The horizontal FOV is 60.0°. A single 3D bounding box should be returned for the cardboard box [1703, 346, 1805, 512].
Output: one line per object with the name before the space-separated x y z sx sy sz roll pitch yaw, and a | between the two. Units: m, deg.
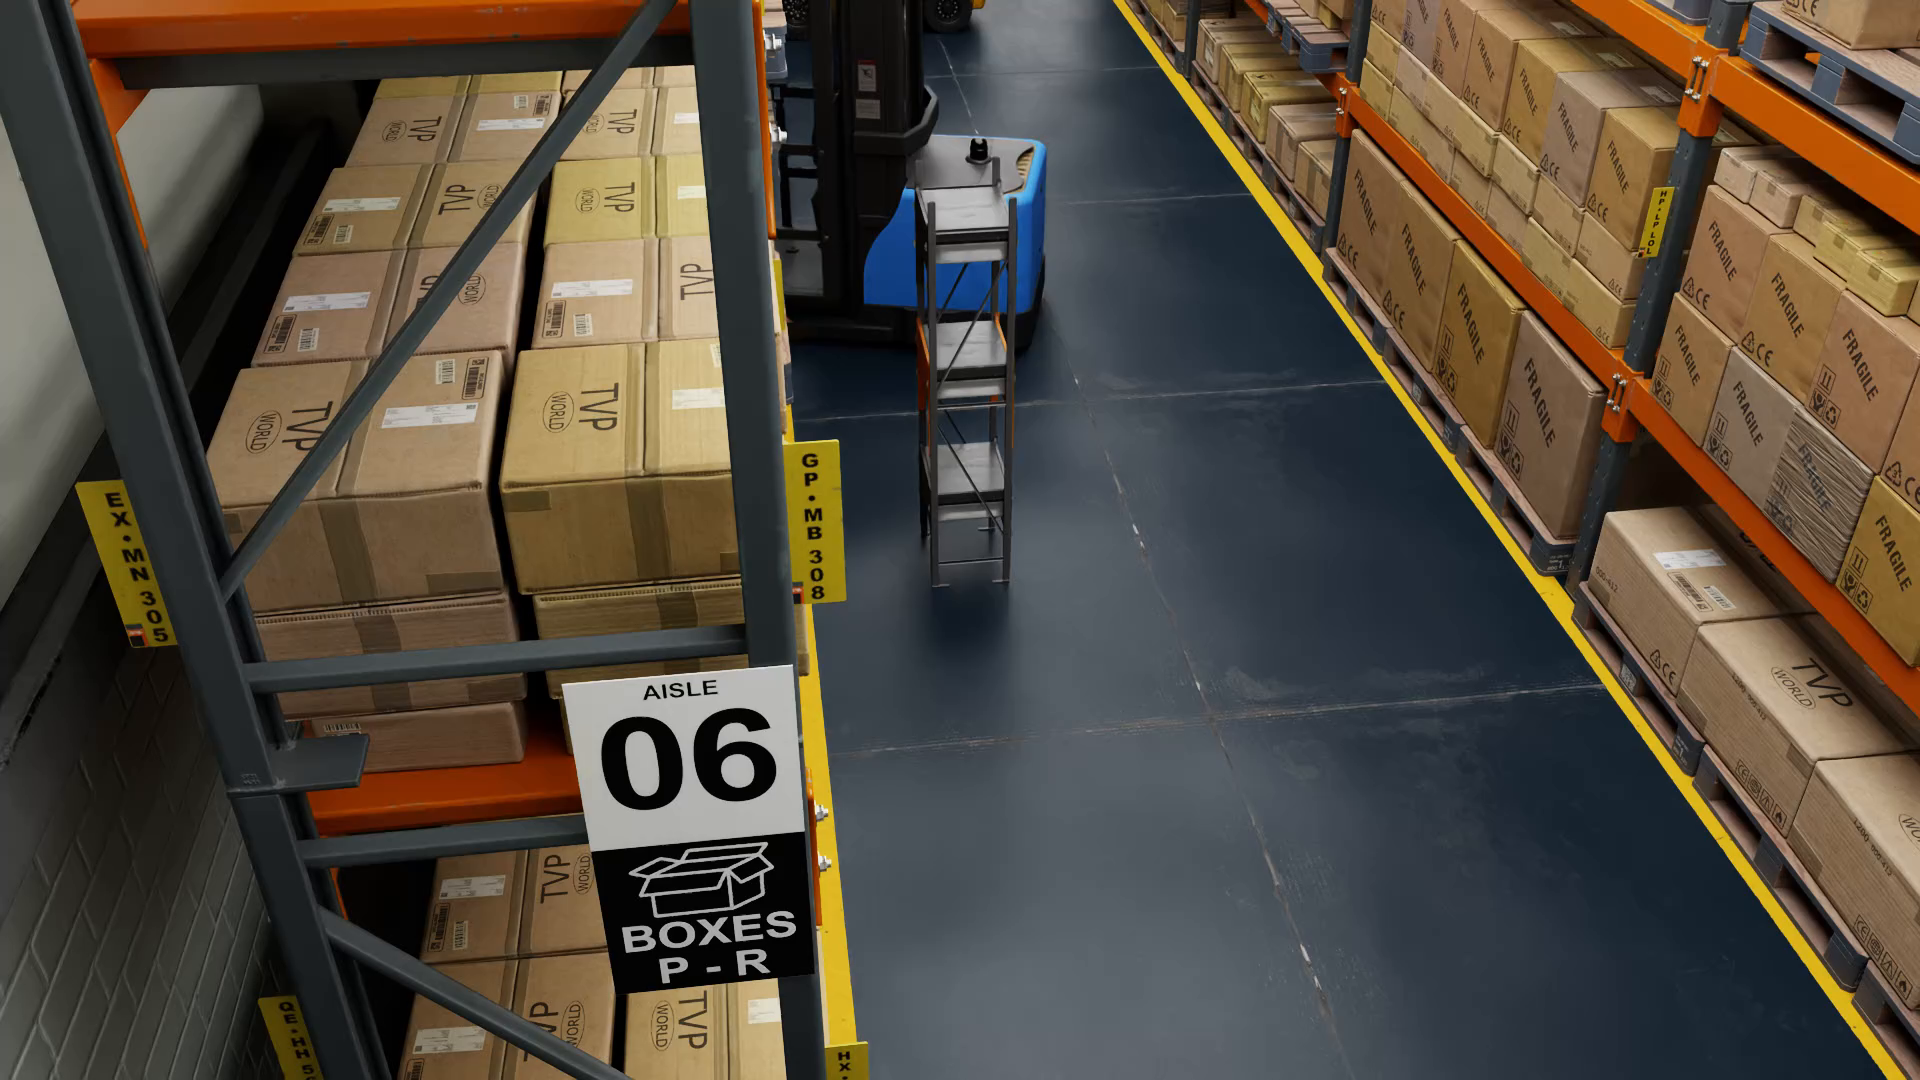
cardboard box | 3.462 -0.472 6.819 0.500 0.500 0.500 -4 34 -6

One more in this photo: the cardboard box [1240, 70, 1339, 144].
cardboard box | 2.787 -3.464 13.259 0.950 0.372 0.625 -3 34 -5

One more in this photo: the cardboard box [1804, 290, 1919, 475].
cardboard box | 3.538 -0.595 6.112 0.500 0.500 0.500 -4 34 -5

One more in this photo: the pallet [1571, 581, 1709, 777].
pallet | 3.619 0.589 7.827 1.003 0.211 1.213 -4 35 -6

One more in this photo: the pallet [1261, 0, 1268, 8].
pallet | 2.750 -4.248 12.619 1.003 0.211 1.213 -4 35 -6

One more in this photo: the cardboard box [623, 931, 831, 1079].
cardboard box | -0.580 1.282 4.203 0.500 0.250 0.500 -4 34 -6

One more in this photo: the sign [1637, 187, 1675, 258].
sign | 3.058 -1.393 7.301 0.100 0.325 0.005 -4 35 -6

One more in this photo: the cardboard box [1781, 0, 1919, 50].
cardboard box | 3.465 -2.145 6.149 0.500 0.500 0.500 -4 34 -6

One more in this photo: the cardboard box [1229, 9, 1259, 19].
cardboard box | 2.707 -4.845 15.393 0.500 0.250 0.500 -6 35 -9

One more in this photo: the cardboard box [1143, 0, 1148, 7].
cardboard box | 2.027 -5.385 16.186 0.500 0.250 0.500 -4 34 -6

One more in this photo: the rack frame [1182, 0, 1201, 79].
rack frame | 2.518 -5.458 14.224 1.000 3.000 0.127 -4 35 -6

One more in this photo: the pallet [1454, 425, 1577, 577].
pallet | 3.416 -0.266 9.082 1.003 0.211 1.213 -4 35 -6

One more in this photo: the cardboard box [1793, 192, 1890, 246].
cardboard box | 3.506 -1.239 6.481 0.380 0.149 0.250 -5 35 -7

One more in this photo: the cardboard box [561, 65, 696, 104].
cardboard box | -0.881 -1.293 4.874 0.500 0.250 0.500 -4 34 -6

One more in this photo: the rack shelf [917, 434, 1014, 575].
rack shelf | 0.022 -0.186 8.554 0.431 0.518 0.480 -4 35 -6

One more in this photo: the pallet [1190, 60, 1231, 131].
pallet | 2.625 -3.871 14.372 1.003 0.211 1.213 -4 35 -6

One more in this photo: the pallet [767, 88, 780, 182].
pallet | -1.701 -2.396 9.901 1.213 0.211 1.003 -4 35 -6

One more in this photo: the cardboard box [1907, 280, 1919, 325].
cardboard box | 3.601 -0.811 5.853 0.380 0.149 0.250 -4 35 -7

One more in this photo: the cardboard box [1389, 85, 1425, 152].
cardboard box | 2.959 -2.587 10.144 0.500 0.250 0.500 -5 35 -8

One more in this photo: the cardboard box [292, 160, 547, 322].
cardboard box | -1.271 -0.695 3.996 0.500 0.250 0.500 -4 34 -6

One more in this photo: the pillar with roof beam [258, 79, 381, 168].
pillar with roof beam | 2.143 -2.964 5.237 9.100 9.000 0.400 -4 35 -6

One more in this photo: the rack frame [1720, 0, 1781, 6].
rack frame | 3.594 -3.473 5.984 1.000 3.000 0.127 -4 35 -6

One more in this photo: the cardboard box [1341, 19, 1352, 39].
cardboard box | 2.779 -3.461 11.143 0.380 0.149 0.250 -3 34 -5

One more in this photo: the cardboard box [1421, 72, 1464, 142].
cardboard box | 3.003 -2.501 9.575 0.500 0.250 0.500 -4 35 -7

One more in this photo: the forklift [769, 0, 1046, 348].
forklift | -0.988 -2.770 10.340 3.031 2.935 1.130 4 35 6

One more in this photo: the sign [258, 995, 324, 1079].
sign | -1.338 1.038 3.383 0.100 0.325 0.005 -4 35 -6

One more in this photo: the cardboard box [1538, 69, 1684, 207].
cardboard box | 3.208 -1.967 8.124 0.500 0.500 0.500 -4 34 -5

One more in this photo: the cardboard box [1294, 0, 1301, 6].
cardboard box | 2.567 -3.883 11.763 0.380 0.149 0.250 -6 35 -9

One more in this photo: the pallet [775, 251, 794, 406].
pallet | -1.323 -0.991 7.839 1.003 0.211 1.213 -4 35 -6

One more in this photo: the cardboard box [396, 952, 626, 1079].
cardboard box | -1.111 1.319 4.149 0.500 0.250 0.500 -3 34 -5

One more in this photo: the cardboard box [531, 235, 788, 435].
cardboard box | -0.646 -0.442 3.626 0.500 0.250 0.500 -5 35 -7

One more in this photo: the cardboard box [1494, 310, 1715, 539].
cardboard box | 3.432 -0.629 8.652 0.875 0.875 0.875 -3 34 -5

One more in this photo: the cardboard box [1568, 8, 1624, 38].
cardboard box | 3.583 -2.565 9.003 0.500 0.500 0.500 -5 35 -7

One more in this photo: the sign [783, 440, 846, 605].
sign | -0.248 -0.025 2.813 0.100 0.325 0.005 -4 35 -6

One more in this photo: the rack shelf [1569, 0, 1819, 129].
rack shelf | 3.325 -3.052 8.669 1.077 0.370 4.000 -4 35 -6

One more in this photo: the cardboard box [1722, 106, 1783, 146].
cardboard box | 3.820 -1.715 7.756 0.500 0.500 0.500 -4 34 -6

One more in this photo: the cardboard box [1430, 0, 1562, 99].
cardboard box | 3.011 -2.821 9.377 0.500 0.500 0.500 -3 34 -5

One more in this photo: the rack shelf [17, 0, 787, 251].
rack shelf | -1.055 -1.680 3.995 1.077 0.370 4.000 -4 35 -6

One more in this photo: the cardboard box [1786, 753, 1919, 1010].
cardboard box | 3.813 1.253 6.279 0.875 0.438 0.875 -3 34 -5

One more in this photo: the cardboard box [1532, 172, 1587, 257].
cardboard box | 3.220 -1.644 8.317 0.500 0.250 0.500 -4 34 -5

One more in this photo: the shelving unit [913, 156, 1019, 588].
shelving unit | 0.022 -0.775 8.152 0.431 2.100 0.503 -4 35 -6

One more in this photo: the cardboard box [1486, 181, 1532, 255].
cardboard box | 3.168 -1.730 8.887 0.500 0.250 0.500 -5 35 -8

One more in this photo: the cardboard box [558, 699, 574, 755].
cardboard box | -0.598 0.285 3.356 0.380 0.149 0.250 -4 34 -5

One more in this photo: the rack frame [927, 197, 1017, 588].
rack frame | 0.055 -0.639 7.952 0.400 2.100 0.015 -4 35 -6

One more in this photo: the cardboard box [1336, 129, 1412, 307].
cardboard box | 3.067 -2.130 10.854 0.875 0.875 0.875 -5 35 -7

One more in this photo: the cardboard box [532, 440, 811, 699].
cardboard box | -0.575 0.048 3.351 0.500 0.250 0.500 -5 35 -7
